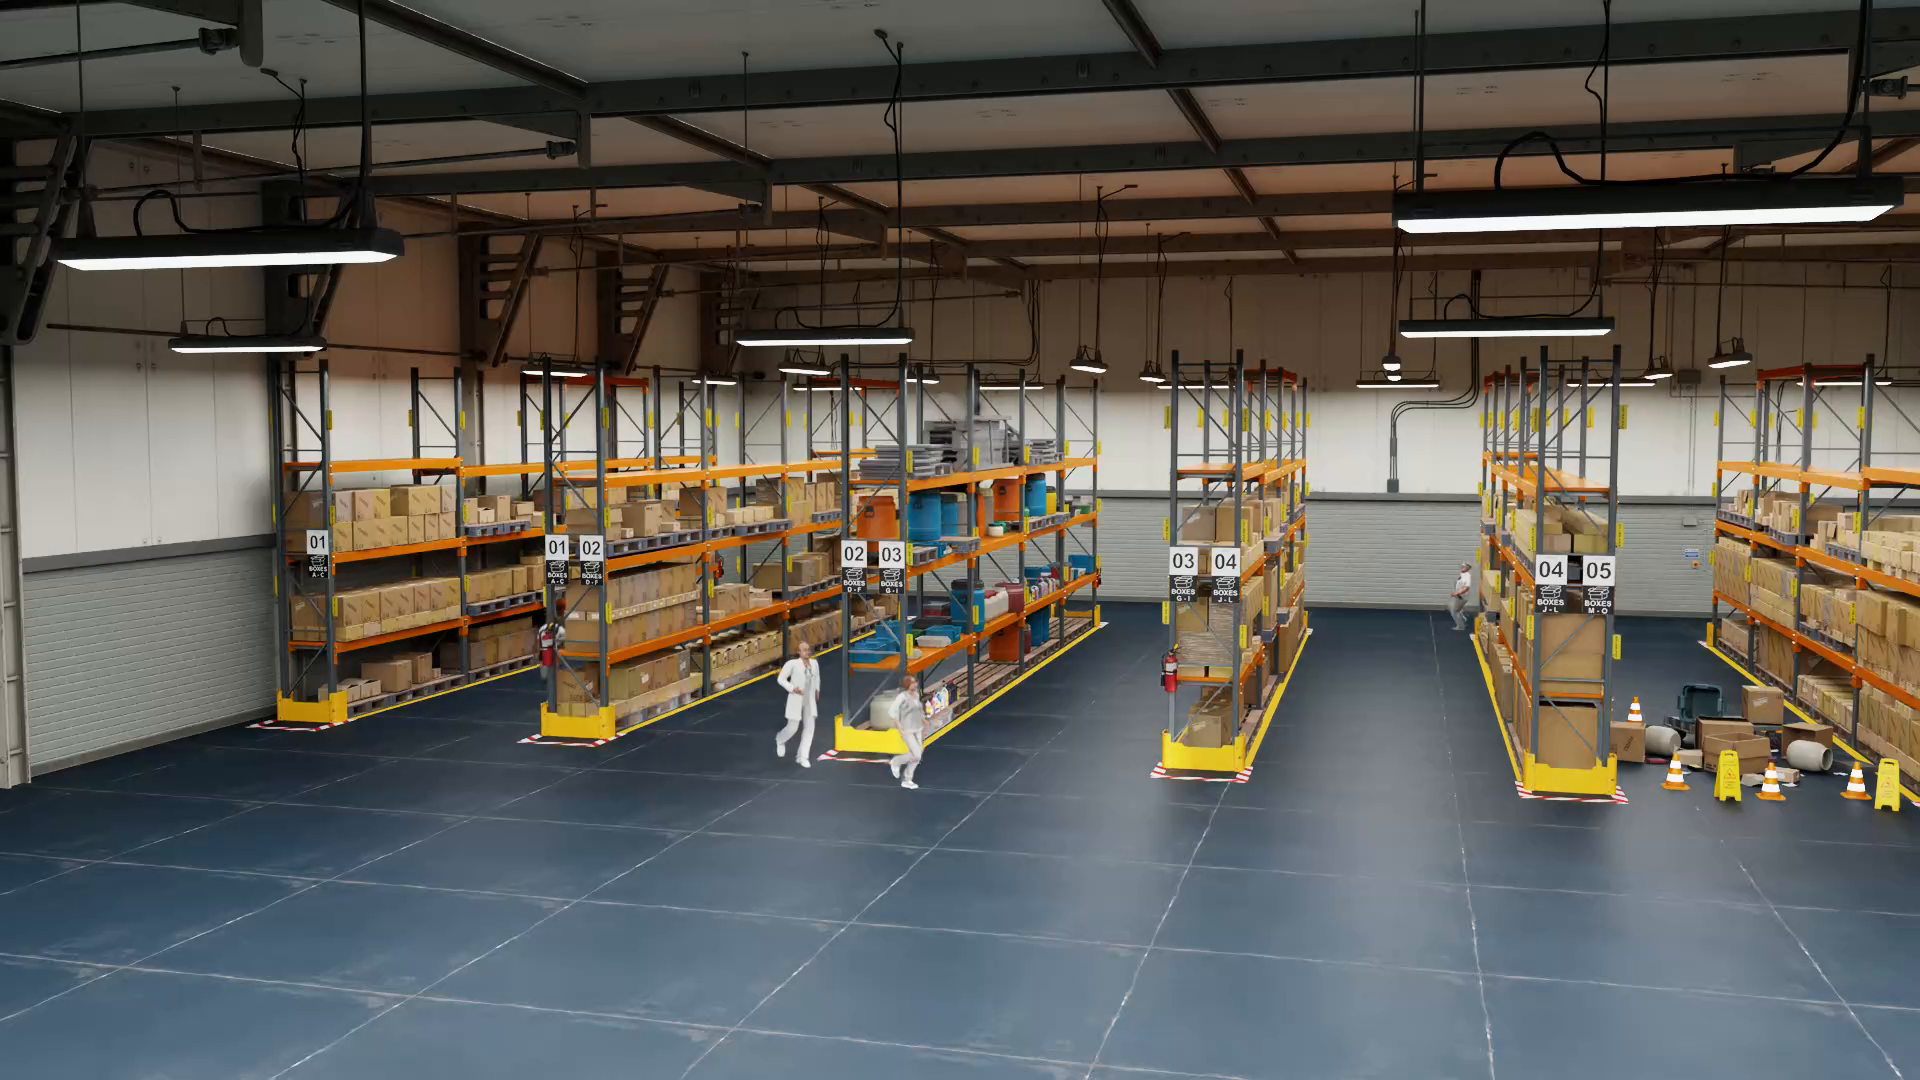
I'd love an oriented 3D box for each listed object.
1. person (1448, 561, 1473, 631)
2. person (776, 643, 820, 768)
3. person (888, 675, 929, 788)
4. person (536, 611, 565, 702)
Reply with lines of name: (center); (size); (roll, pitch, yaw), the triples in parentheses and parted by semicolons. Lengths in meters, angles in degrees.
person: (11.836, 1.321, 39.366); (0.590, 1.690, 0.750); (2, 4, 22)
person: (-2.321, 2.377, 24.318); (0.736, 1.768, 0.951); (-2, 5, -30)
person: (-0.675, 2.607, 22.617); (0.545, 1.552, 0.537); (3, 5, 39)
person: (-7.268, 2.055, 29.539); (0.574, 1.649, 0.561); (0, 4, 1)
